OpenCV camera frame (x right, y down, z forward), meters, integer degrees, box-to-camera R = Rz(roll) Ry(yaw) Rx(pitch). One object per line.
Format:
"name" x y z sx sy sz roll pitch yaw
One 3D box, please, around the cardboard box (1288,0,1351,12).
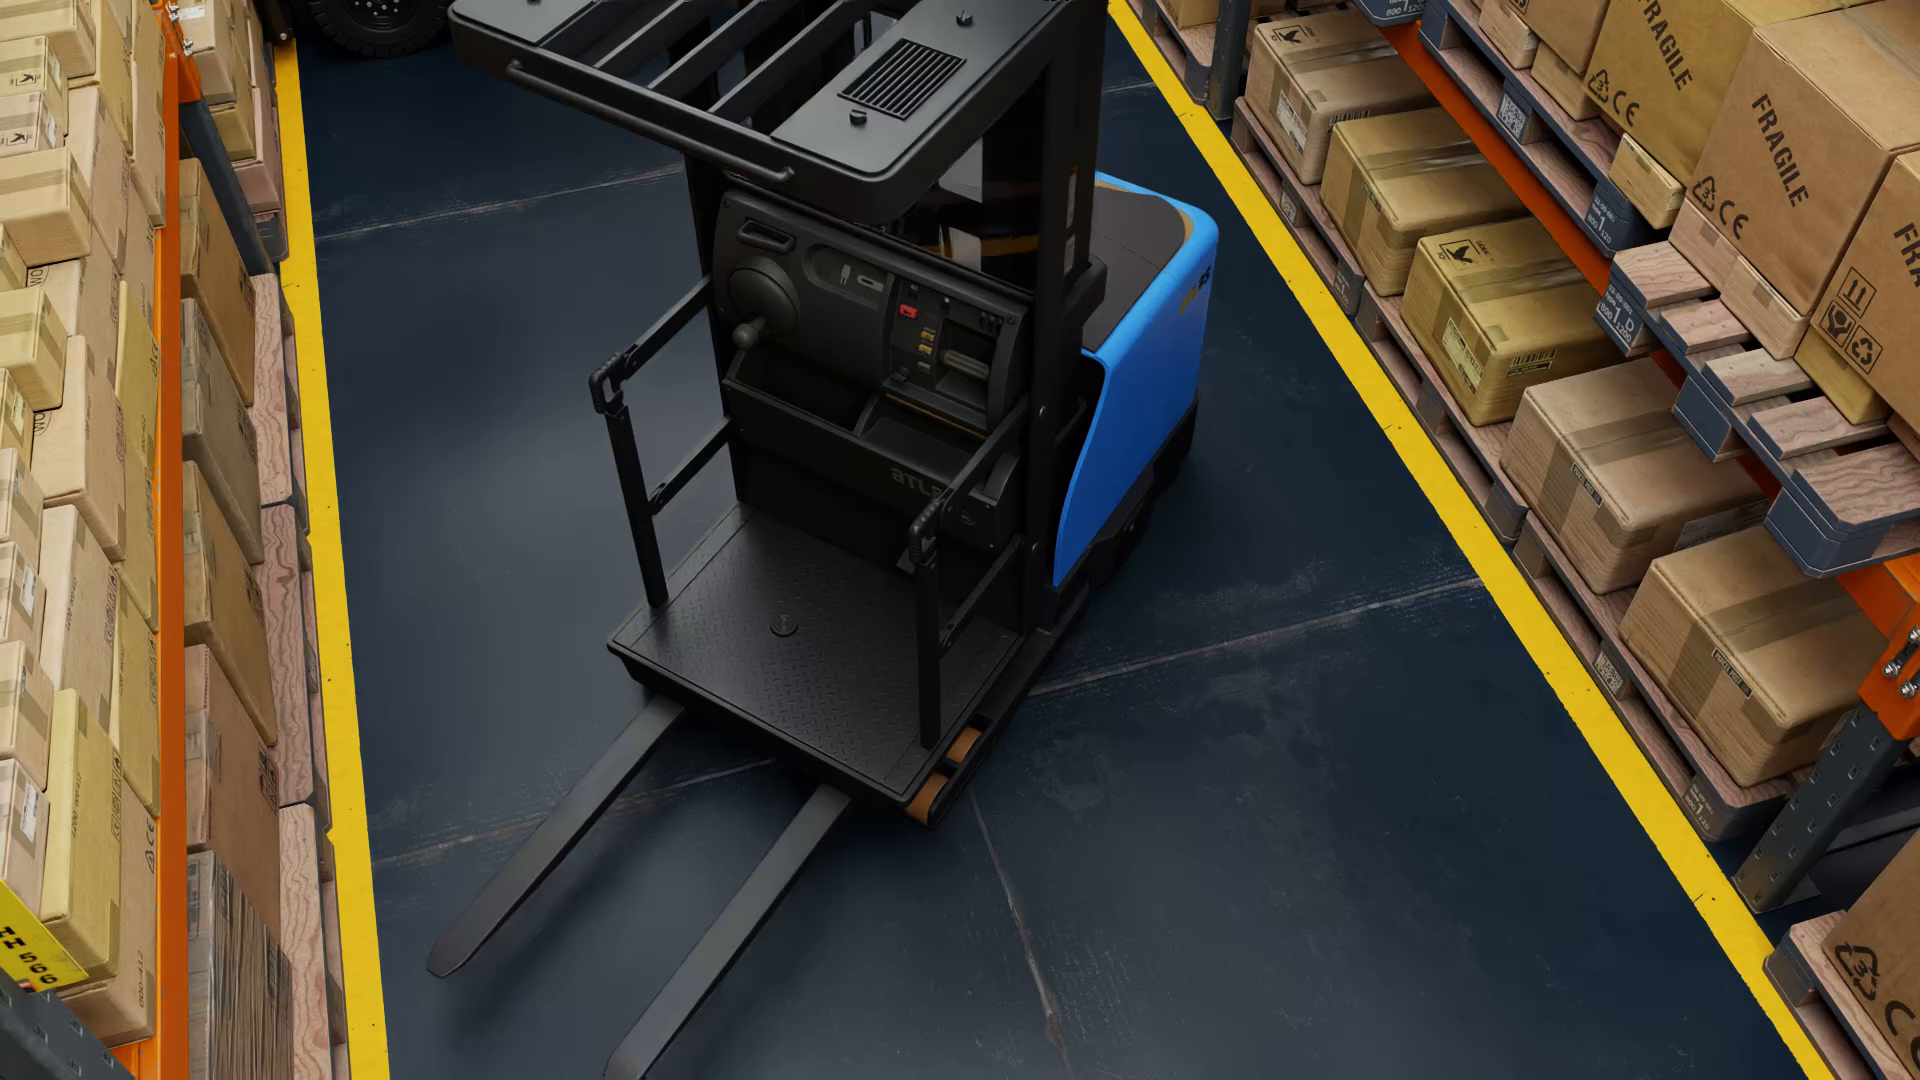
"cardboard box" 1.665 -2.694 7.583 0.500 0.250 0.500 -15 52 -13

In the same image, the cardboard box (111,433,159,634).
"cardboard box" -2.177 0.019 3.870 0.500 0.250 0.500 -15 51 -12

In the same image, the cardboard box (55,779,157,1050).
"cardboard box" -1.874 0.762 3.244 0.500 0.250 0.500 -13 51 -11

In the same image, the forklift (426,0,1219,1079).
"forklift" -0.369 -0.501 4.255 1.130 2.935 3.031 25 54 20

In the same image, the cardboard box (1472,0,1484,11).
"cardboard box" 1.773 -1.780 5.178 0.380 0.149 0.250 -13 51 -11

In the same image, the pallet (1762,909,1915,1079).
"pallet" 2.926 1.460 4.381 1.003 0.211 1.213 -13 51 -11

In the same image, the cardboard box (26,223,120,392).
"cardboard box" -2.334 -0.519 3.996 0.500 0.250 0.500 -13 51 -10

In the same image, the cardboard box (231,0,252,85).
"cardboard box" -3.158 -2.029 6.695 0.500 0.250 0.500 -14 51 -11

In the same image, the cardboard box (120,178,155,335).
"cardboard box" -2.488 -0.736 4.506 0.500 0.250 0.500 -13 51 -11

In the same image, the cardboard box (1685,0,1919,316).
"cardboard box" 2.201 -0.940 4.046 0.500 0.500 0.500 -14 51 -12

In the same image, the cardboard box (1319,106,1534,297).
"cardboard box" 1.955 -1.335 6.357 0.950 0.372 0.625 -10 51 -9

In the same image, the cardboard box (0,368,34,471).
"cardboard box" -2.162 -0.189 3.458 0.380 0.149 0.250 -13 51 -11

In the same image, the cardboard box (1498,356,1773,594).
"cardboard box" 2.381 -0.272 5.462 0.950 0.372 0.625 -14 51 -12

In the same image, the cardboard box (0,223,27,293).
"cardboard box" -2.350 -0.556 3.767 0.380 0.149 0.250 -13 51 -11

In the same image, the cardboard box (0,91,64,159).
"cardboard box" -2.440 -0.944 4.094 0.380 0.149 0.250 -13 51 -11

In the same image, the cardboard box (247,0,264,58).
"cardboard box" -3.317 -2.245 7.204 0.500 0.250 0.500 -13 51 -10

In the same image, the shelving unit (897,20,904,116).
"shelving unit" 0.041 -1.303 6.063 0.258 1.200 0.503 -34 58 -25

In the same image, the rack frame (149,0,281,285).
"rack frame" -3.159 -1.828 5.329 1.000 3.000 0.127 -13 51 -11

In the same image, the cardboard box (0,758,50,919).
"cardboard box" -1.789 0.552 2.833 0.380 0.149 0.250 -12 51 -10

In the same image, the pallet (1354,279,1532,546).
"pallet" 2.178 -0.594 6.112 1.003 0.211 1.213 -13 51 -11

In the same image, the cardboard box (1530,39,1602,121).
"cardboard box" 1.909 -1.386 4.846 0.380 0.149 0.250 -15 51 -12

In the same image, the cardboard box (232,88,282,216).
"cardboard box" -2.986 -1.506 6.581 0.500 0.250 0.500 -13 51 -11

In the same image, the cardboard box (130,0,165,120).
"cardboard box" -2.760 -1.471 5.126 0.500 0.250 0.500 -12 51 -10

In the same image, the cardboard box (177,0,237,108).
"cardboard box" -3.002 -1.824 6.196 0.500 0.250 0.500 -14 51 -12

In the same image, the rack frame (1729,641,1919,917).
"rack frame" 2.765 -0.032 3.815 1.000 3.000 0.127 -13 51 -11

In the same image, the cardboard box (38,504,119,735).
"cardboard box" -2.021 0.235 3.361 0.500 0.250 0.500 -12 51 -10

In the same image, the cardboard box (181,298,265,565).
"cardboard box" -2.772 -0.251 5.278 0.875 0.625 0.625 -14 51 -11

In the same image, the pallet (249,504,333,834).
"pallet" -2.539 0.492 5.197 1.003 0.211 1.213 -13 51 -11

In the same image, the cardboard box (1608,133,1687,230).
"cardboard box" 2.016 -1.009 4.529 0.380 0.149 0.250 -13 51 -10

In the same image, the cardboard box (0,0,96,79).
"cardboard box" -2.526 -1.333 4.422 0.380 0.149 0.250 -15 51 -12

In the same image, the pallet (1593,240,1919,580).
"pallet" 2.452 -0.466 4.307 1.213 0.211 1.003 -13 51 -11

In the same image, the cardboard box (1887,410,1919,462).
"cardboard box" 2.443 -0.272 3.907 0.380 0.149 0.250 -12 51 -10

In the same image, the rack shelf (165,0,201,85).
"rack shelf" -3.750 -3.057 6.836 1.077 0.370 4.000 -13 51 -11

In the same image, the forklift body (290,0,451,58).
"forklift body" -2.038 -3.504 7.297 2.313 2.155 1.214 -13 51 -11

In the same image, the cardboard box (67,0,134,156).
"cardboard box" -2.610 -1.266 4.627 0.500 0.250 0.500 -15 51 -12

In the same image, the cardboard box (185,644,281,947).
"cardboard box" -2.348 0.789 4.401 0.875 0.625 0.625 -12 51 -10

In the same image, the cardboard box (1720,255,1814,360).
"cardboard box" 2.177 -0.626 4.205 0.380 0.149 0.250 -14 51 -11

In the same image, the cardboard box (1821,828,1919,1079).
"cardboard box" 2.889 1.041 4.026 0.875 0.875 0.875 -14 51 -11

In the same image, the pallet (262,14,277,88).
"pallet" -3.719 -2.413 7.646 1.003 0.211 1.213 -13 51 -11

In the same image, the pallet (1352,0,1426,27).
"pallet" 1.669 -2.300 5.853 1.003 0.211 1.213 -13 51 -11

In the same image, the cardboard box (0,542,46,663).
"cardboard box" -1.970 0.176 3.150 0.380 0.149 0.250 -12 51 -10

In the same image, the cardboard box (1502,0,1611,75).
"cardboard box" 1.890 -1.707 4.692 0.500 0.500 0.500 -15 52 -12

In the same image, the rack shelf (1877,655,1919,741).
"rack shelf" 3.356 1.661 2.859 1.077 0.370 4.000 -13 51 -11
